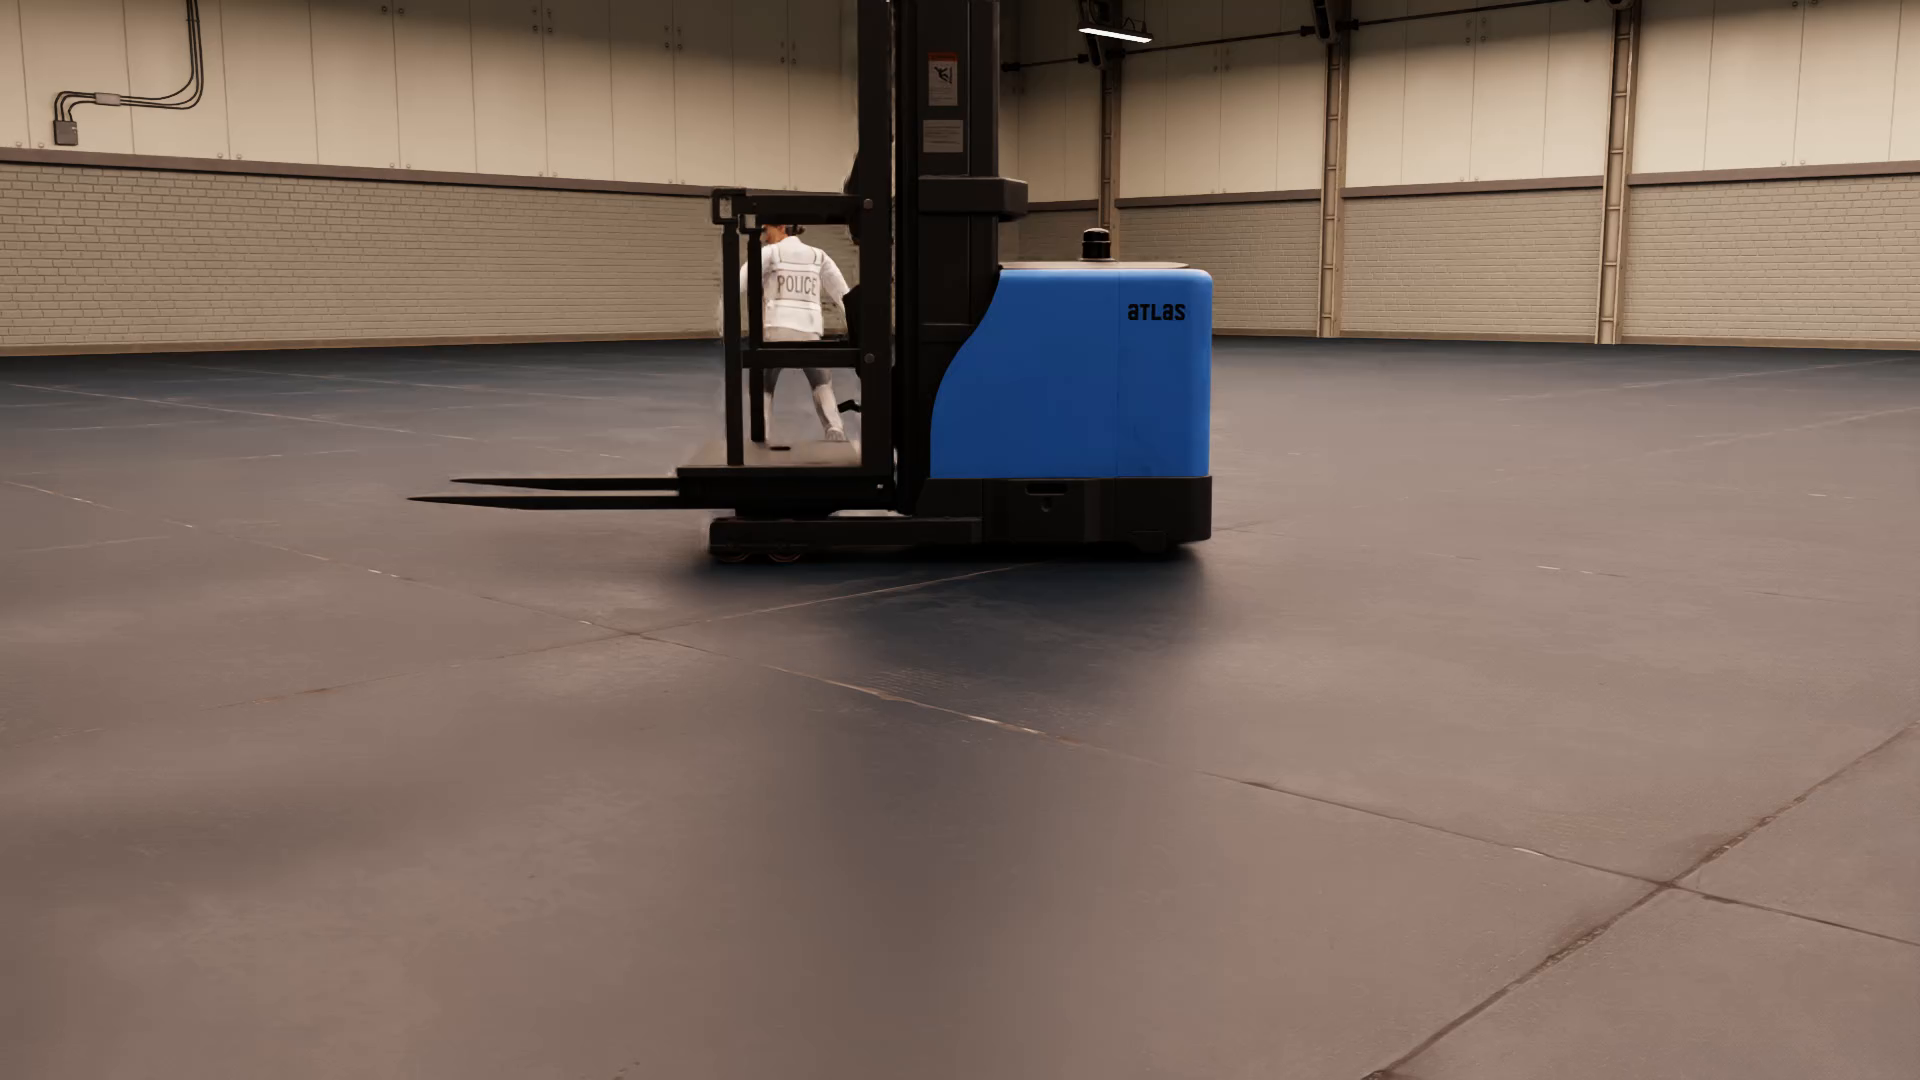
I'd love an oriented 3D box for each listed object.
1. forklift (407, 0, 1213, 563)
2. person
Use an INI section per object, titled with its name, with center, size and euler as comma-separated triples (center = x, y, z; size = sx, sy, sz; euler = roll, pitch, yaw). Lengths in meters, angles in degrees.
[forklift]
center = -0.581, -1.443, 6.458
size = 3.031, 2.935, 1.130
euler = 0, 9, -2
[person]
center = -0.925, -1.156, 9.571
size = 0.914, 1.533, 0.494
euler = -3, 9, -17
